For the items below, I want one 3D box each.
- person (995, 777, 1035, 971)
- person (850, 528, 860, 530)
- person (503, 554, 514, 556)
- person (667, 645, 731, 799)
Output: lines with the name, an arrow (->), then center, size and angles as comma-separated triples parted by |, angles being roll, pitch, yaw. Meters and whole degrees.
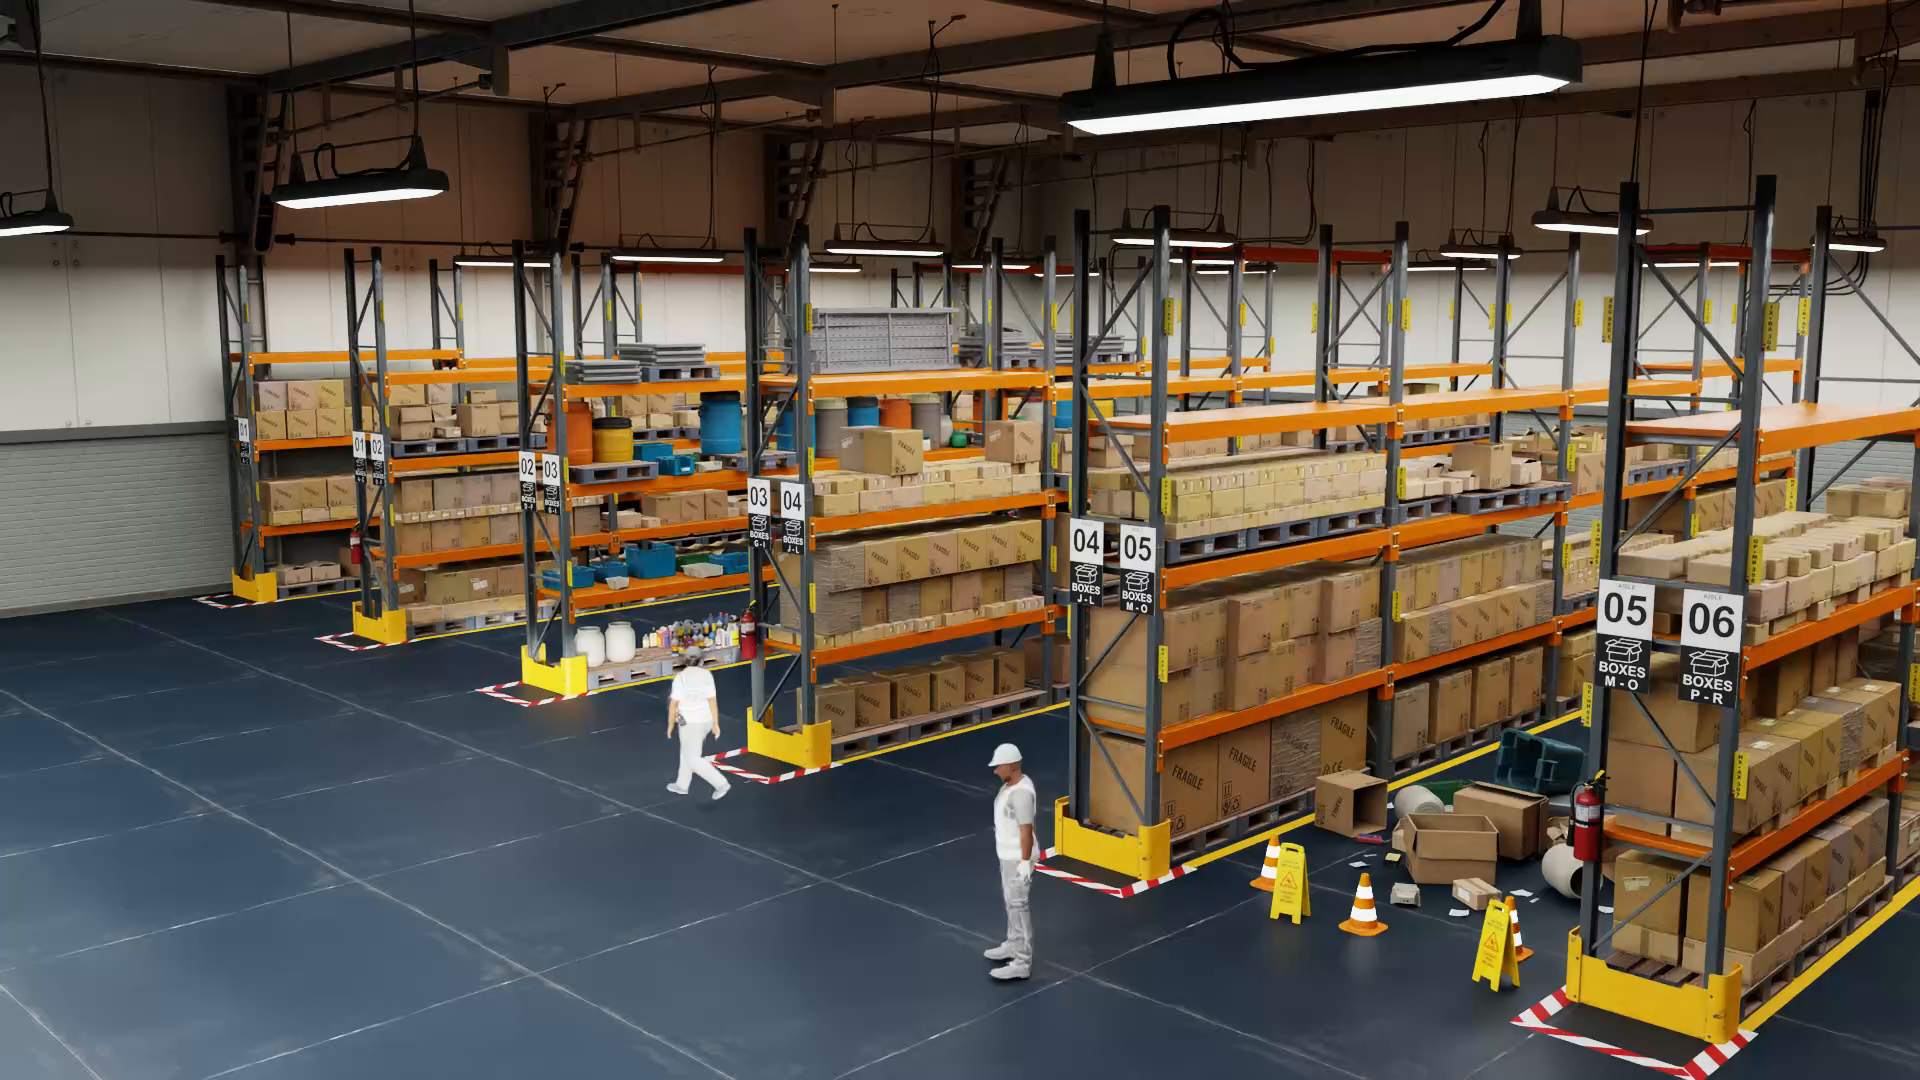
person -> 0.432, 2.564, 12.959 | 0.313, 1.442, 0.633 | 0, 8, 0
person -> -1.929, -0.059, 30.807 | 0.350, 1.261, 0.784 | 6, 10, 38
person -> -8.508, -0.085, 31.213 | 0.557, 1.501, 0.566 | -1, 8, -7
person -> -2.770, 1.909, 17.359 | 0.899, 1.632, 0.458 | 3, 9, 20
